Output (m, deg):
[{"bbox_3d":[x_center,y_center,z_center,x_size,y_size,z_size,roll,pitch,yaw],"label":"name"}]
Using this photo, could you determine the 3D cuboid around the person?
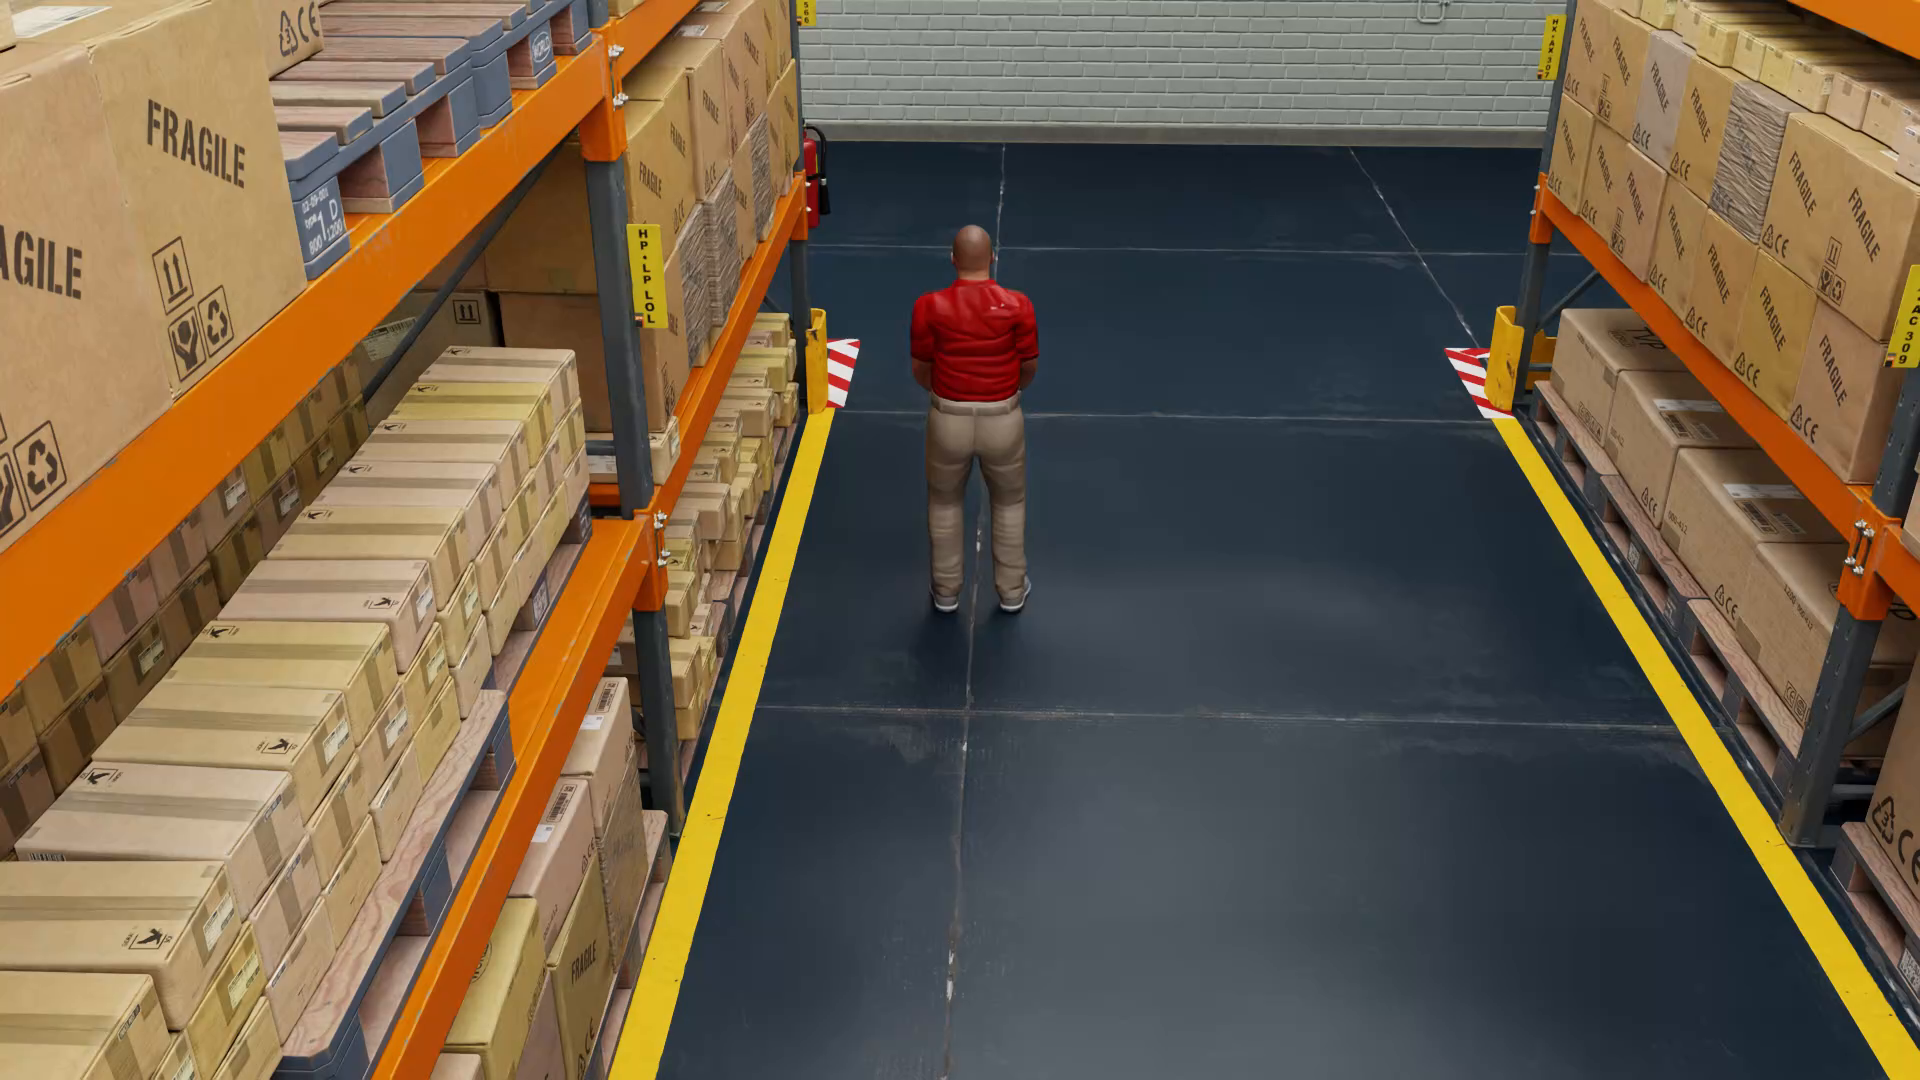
[{"bbox_3d":[0.061,-0.518,7.111,0.532,1.733,0.470,0,28,1],"label":"person"}]
